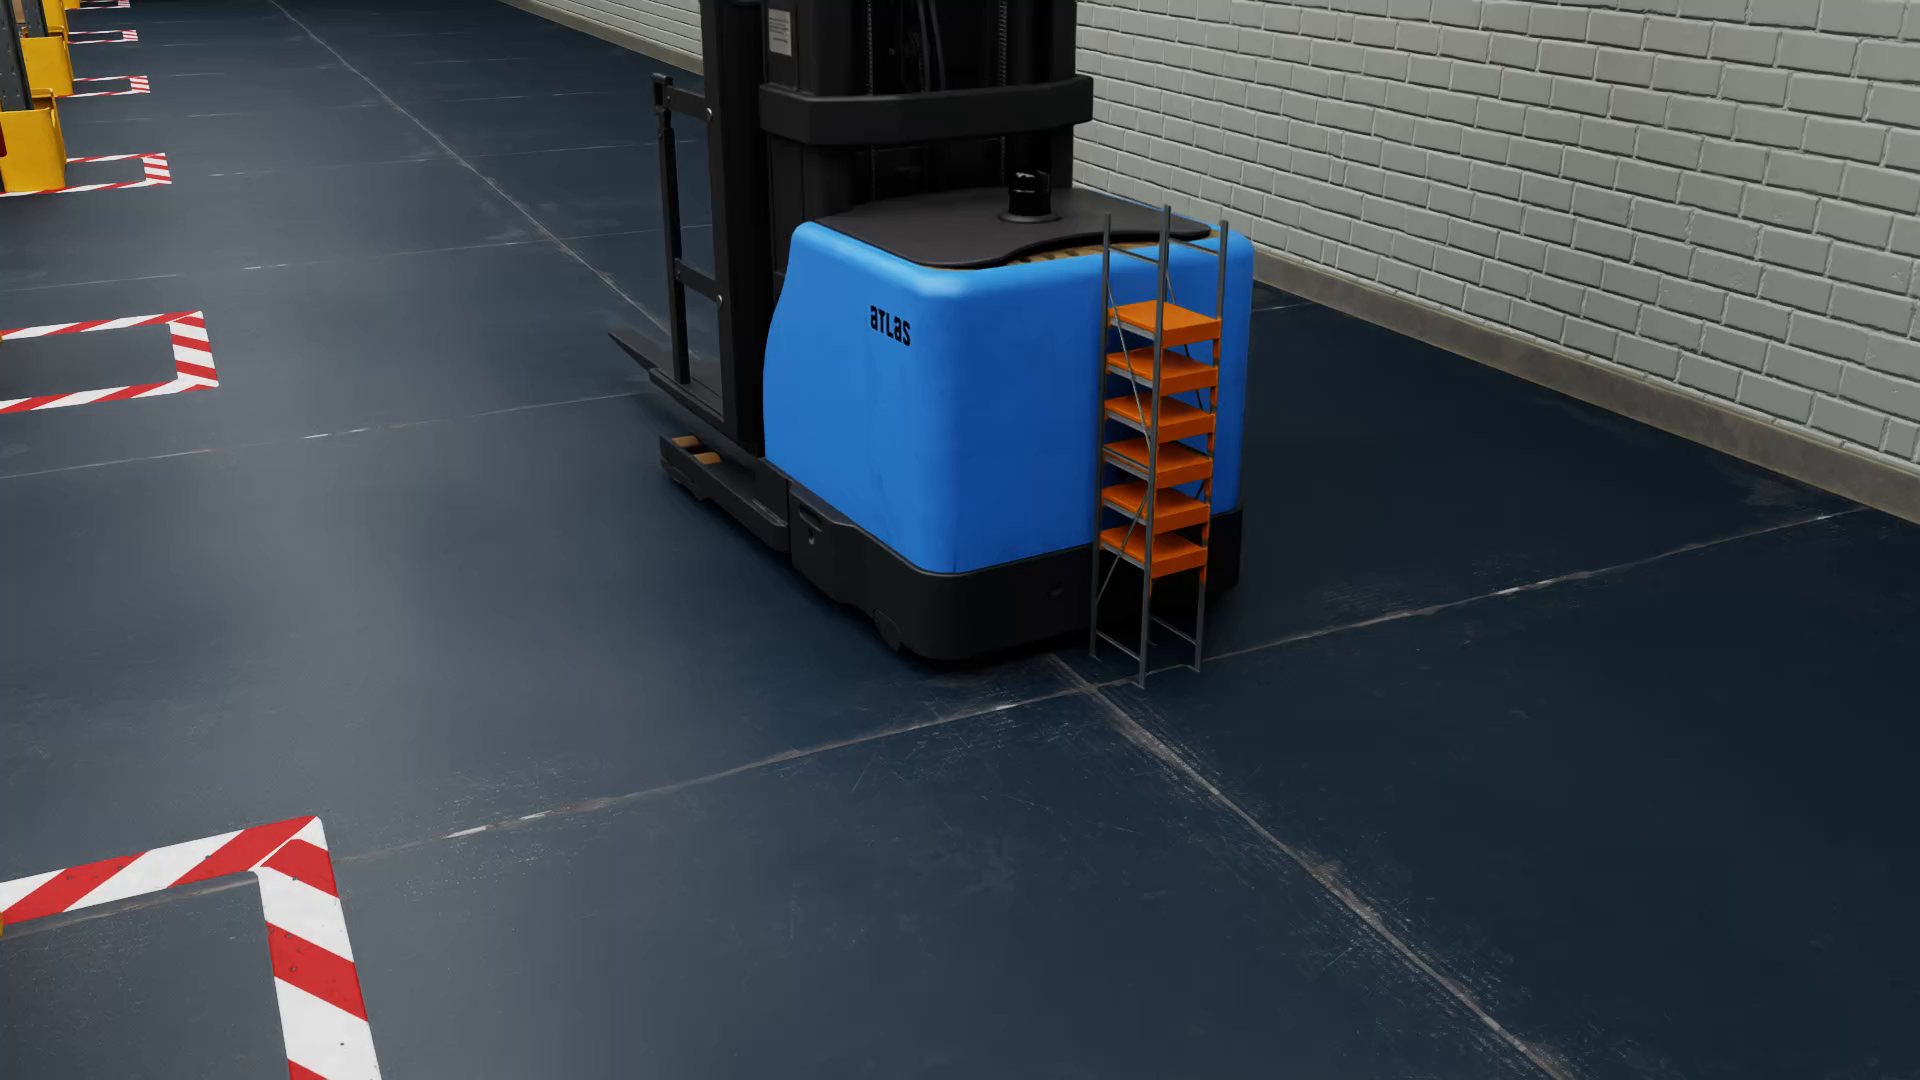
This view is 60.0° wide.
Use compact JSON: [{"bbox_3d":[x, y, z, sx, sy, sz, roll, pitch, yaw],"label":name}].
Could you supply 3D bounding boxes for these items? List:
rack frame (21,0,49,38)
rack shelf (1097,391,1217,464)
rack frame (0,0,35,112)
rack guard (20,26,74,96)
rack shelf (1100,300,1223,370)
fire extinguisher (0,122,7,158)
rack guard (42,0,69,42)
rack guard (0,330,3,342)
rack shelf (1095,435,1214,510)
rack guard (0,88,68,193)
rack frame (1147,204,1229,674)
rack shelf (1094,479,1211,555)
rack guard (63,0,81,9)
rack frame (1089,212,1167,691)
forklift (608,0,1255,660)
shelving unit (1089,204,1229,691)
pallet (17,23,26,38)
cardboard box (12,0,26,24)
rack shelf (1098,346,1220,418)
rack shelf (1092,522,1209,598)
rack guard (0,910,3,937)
[{"bbox_3d":[-8.344,-5.523,14.670,0.127,3.000,1.000,-10,25,-24],"label":"rack frame"},{"bbox_3d":[0.493,-0.290,4.184,0.180,0.103,0.258,-13,26,-29],"label":"rack shelf"},{"bbox_3d":[-6.195,-3.816,10.546,0.127,3.000,1.000,-10,25,-24],"label":"rack frame"},{"bbox_3d":[-8.328,-4.376,15.168,0.348,0.500,1.175,-10,25,-24],"label":"rack guard"},{"bbox_3d":[0.493,-0.512,4.092,0.180,0.103,0.258,-13,26,-29],"label":"rack shelf"},{"bbox_3d":[-3.708,-1.764,6.179,0.183,0.674,0.296,-10,25,-24],"label":"fire extinguisher"},{"bbox_3d":[-10.557,-6.063,19.243,0.348,0.500,1.175,-10,25,-24],"label":"rack guard"},{"bbox_3d":[-4.204,-0.922,6.824,0.348,0.500,1.175,-10,25,-24],"label":"rack guard"},{"bbox_3d":[0.493,-0.179,4.230,0.180,0.103,0.258,-13,26,-29],"label":"rack shelf"},{"bbox_3d":[-6.174,-2.665,11.034,0.348,0.500,1.175,-10,25,-24],"label":"rack guard"},{"bbox_3d":[0.571,-0.239,4.257,0.006,1.200,0.240,-13,26,-29],"label":"rack frame"},{"bbox_3d":[0.493,-0.068,4.276,0.180,0.103,0.258,-13,26,-29],"label":"rack shelf"},{"bbox_3d":[-12.619,-7.786,23.405,0.348,0.500,1.175,-10,25,-24],"label":"rack guard"},{"bbox_3d":[0.414,-0.202,4.169,0.006,1.200,0.240,-13,26,-29],"label":"rack frame"},{"bbox_3d":[-0.373,-1.562,5.191,1.130,2.935,3.031,-12,26,-28],"label":"forklift"},{"bbox_3d":[0.493,-0.220,4.213,0.189,1.200,0.258,-13,26,-29],"label":"shelving unit"},{"bbox_3d":[-11.275,-5.797,18.978,1.213,0.211,1.003,-10,25,-24],"label":"pallet"},{"bbox_3d":[-10.872,-6.104,18.766,0.500,0.500,0.500,-10,25,-24],"label":"cardboard box"},{"bbox_3d":[0.493,-0.401,4.138,0.180,0.103,0.258,-13,26,-29],"label":"rack shelf"},{"bbox_3d":[0.492,0.042,4.322,0.180,0.103,0.258,-13,26,-29],"label":"rack shelf"},{"bbox_3d":[-1.876,0.751,2.783,0.348,0.500,1.175,-10,25,-24],"label":"rack guard"}]
